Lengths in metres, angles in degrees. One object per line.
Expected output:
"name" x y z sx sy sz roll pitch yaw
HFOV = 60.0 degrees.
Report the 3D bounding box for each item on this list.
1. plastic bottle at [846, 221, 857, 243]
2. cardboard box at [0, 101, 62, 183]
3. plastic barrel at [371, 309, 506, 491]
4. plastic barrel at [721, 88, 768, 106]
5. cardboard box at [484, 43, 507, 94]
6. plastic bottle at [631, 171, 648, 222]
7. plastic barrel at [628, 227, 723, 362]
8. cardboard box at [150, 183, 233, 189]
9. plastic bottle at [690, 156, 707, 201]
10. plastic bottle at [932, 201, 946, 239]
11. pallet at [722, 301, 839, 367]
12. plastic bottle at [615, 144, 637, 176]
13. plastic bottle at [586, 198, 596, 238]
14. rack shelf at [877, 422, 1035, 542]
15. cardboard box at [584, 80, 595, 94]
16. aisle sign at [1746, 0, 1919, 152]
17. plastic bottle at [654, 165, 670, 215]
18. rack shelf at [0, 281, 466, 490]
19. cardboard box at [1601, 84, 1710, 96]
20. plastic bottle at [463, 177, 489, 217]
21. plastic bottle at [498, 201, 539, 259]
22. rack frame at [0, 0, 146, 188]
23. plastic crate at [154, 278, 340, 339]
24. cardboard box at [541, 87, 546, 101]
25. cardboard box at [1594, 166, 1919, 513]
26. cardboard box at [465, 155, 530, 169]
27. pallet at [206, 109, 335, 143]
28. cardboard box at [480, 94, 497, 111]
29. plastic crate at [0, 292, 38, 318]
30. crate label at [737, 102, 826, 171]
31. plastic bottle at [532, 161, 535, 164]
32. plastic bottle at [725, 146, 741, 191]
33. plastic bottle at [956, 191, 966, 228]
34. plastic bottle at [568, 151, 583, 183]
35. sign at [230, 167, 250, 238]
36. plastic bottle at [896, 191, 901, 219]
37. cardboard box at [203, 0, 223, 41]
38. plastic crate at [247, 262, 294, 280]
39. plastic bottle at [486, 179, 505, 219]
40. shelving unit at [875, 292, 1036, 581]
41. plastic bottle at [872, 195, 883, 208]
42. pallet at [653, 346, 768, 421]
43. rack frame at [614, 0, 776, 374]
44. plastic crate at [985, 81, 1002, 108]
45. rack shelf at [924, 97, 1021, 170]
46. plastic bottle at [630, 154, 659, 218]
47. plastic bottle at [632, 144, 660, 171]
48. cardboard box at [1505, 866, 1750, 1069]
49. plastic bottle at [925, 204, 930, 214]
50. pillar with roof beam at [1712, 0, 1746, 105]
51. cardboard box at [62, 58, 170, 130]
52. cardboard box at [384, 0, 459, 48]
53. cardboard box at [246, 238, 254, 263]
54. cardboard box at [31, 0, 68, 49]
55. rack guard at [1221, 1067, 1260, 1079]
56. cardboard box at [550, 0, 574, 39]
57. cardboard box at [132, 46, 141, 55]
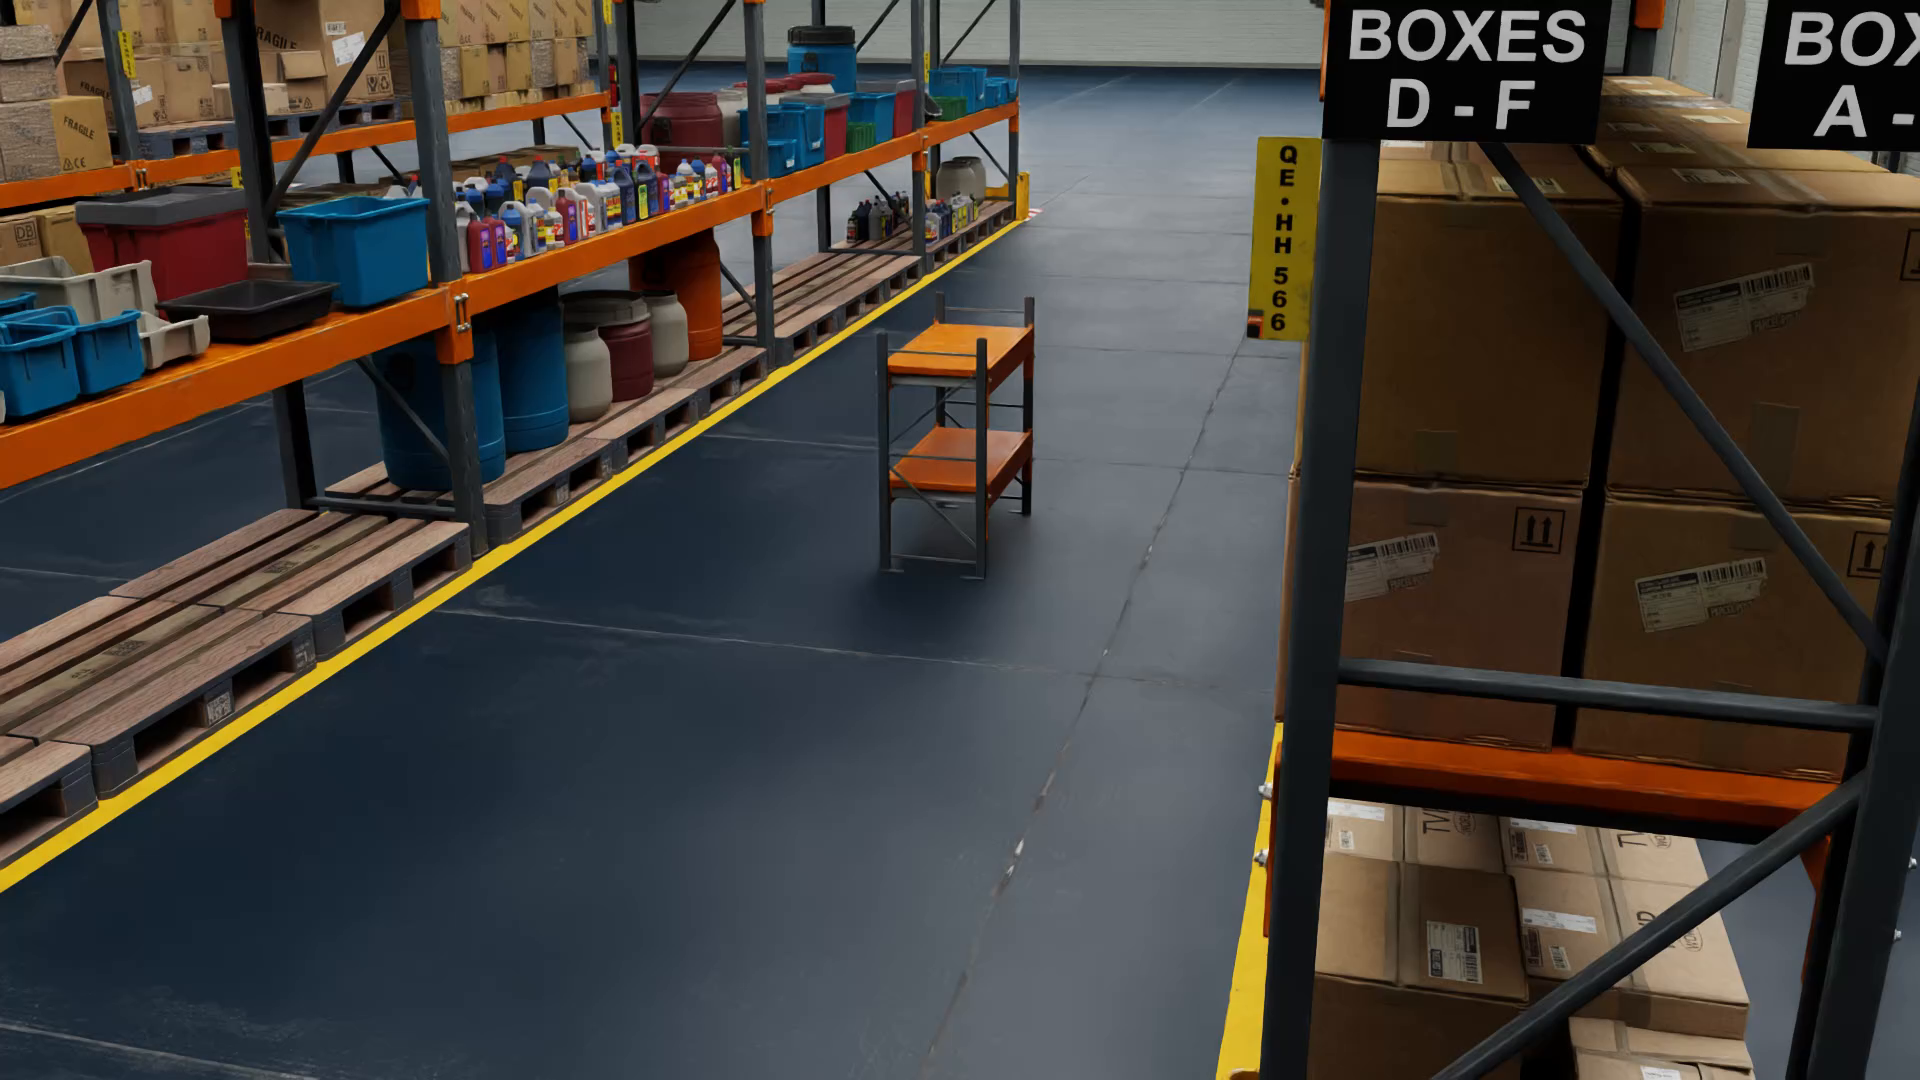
"plastic bottle" -1.029 -2.912 15.720 0.097 0.201 0.097 0 19 0
"cardboard box" -6.603 -2.744 11.426 0.500 0.500 0.500 4 19 13
"plastic barrel" -2.620 -0.757 8.359 0.600 0.901 0.708 5 19 13
"plastic barrel" -1.645 -3.160 12.625 0.421 0.512 0.421 0 19 0
"cardboard box" -5.267 -4.923 17.346 0.875 0.500 0.500 5 19 13
"plastic bottle" -1.835 -1.962 9.471 0.061 0.283 0.133 5 19 13
"plastic barrel" -1.896 -1.653 11.093 0.600 0.830 0.708 5 19 13
"cardboard box" -6.341 -2.786 13.731 0.500 0.250 0.500 7 20 20
"plastic bottle" -1.627 -2.246 10.322 0.097 0.271 0.097 0 19 0
"plastic bottle" -0.216 -3.064 15.936 0.144 0.351 0.185 5 20 15
"pallet" -1.566 -1.556 12.416 1.003 0.211 1.213 5 19 13
"plastic bottle" -2.212 -2.467 10.961 0.152 0.276 0.135 5 19 13
"plastic bottle" -2.006 -1.727 8.911 0.097 0.201 0.097 0 19 0
"rack shelf" -0.002 -0.299 8.079 0.538 0.278 1.000 5 19 13
"cardboard box" -4.510 -5.310 19.481 0.380 0.149 0.250 5 19 13
"aisle sign" 1.323 -0.921 2.223 0.394 0.787 0.004 5 19 13
"plastic bottle" -1.757 -2.062 9.763 0.061 0.283 0.133 5 19 13
"rack shelf" -3.258 -0.415 5.874 1.077 0.370 4.000 5 19 13
"cardboard box" 2.037 -1.170 5.272 0.500 0.500 0.500 4 19 12
"plastic bottle" -2.685 -1.860 9.183 0.152 0.276 0.135 5 19 13
"plastic bottle" -2.198 -1.553 8.285 0.152 0.276 0.135 5 19 13
"rack frame" -6.595 -3.027 12.408 1.000 3.000 0.127 5 19 13
"plastic crate" -2.783 -0.908 6.538 0.437 0.125 0.590 5 19 13
"cardboard box" -4.800 -4.917 18.330 0.380 0.149 0.250 5 19 13
"cardboard box" 1.419 -0.375 2.942 0.500 0.500 0.500 5 20 15
"cardboard box" -5.094 -3.971 18.390 0.500 0.500 0.500 7 20 18
"pallet" -6.151 -3.560 14.265 1.003 0.211 1.213 5 19 13
"cardboard box" -5.013 -4.517 17.161 0.380 0.149 0.250 5 19 13
"plastic crate" -3.494 -0.741 5.883 0.416 0.233 0.300 5 19 13
"crate label" -1.287 -2.942 12.107 0.502 0.435 0.616 5 19 13
"plastic bottle" -2.538 -2.112 9.910 0.061 0.283 0.133 5 19 13
"plastic bottle" -1.478 -2.420 10.812 0.061 0.283 0.133 5 19 13
"plastic bottle" -0.020 -3.315 16.670 0.144 0.351 0.185 5 20 16
"plastic bottle" -2.402 -2.287 10.423 0.061 0.283 0.133 5 19 13
"sign" -3.303 -1.557 7.677 0.100 0.325 0.005 5 19 13
"plastic bottle" -0.656 -3.453 17.177 0.061 0.283 0.133 5 19 14
"cardboard box" -9.554 -6.426 20.459 0.875 0.550 0.550 5 19 13
"plastic crate" -3.022 -1.151 7.232 0.396 0.136 0.243 5 19 13
"plastic bottle" -2.559 -1.853 9.172 0.097 0.271 0.097 0 19 0
"shelving unit" -0.002 -0.530 8.000 0.538 1.125 1.048 5 19 13
"plastic bottle" -0.812 -3.230 16.421 0.144 0.351 0.185 5 19 13
"pallet" -1.945 -1.066 10.981 1.003 0.211 1.213 5 19 13
"rack frame" -1.793 -2.636 11.263 1.000 3.000 0.127 5 19 13
"plastic crate" 0.166 -4.689 17.505 0.499 0.251 0.408 5 19 13
"rack shelf" -0.327 -4.176 16.885 1.077 0.370 4.000 5 19 13
"plastic bottle" -1.836 -2.047 9.616 0.144 0.351 0.185 5 19 13
"plastic bottle" -2.064 -2.455 10.926 0.152 0.276 0.135 5 19 13
"cardboard box" 1.585 1.052 4.039 0.500 0.250 0.500 5 19 13
"plastic bottle" -0.355 -3.076 15.969 0.144 0.351 0.185 5 19 13
"pillar with roof beam" 10.660 -12.894 32.015 9.100 9.000 0.400 5 19 13
"cardboard box" -6.502 -3.445 12.829 0.500 0.500 0.500 2 19 7
"cardboard box" -5.262 -5.063 16.207 0.500 0.500 0.500 5 19 13
"cardboard box" -6.328 -2.438 13.873 0.700 0.500 0.500 3 19 9
"cardboard box" -10.258 -5.580 17.982 0.875 0.550 0.550 5 19 13
"rack guard" 1.074 1.423 3.247 1.175 0.500 0.348 5 19 13
"cardboard box" -4.652 -5.846 18.502 0.500 0.500 0.500 5 19 13
"cardboard box" -9.934 -5.400 19.123 0.875 0.550 0.500 5 19 13
